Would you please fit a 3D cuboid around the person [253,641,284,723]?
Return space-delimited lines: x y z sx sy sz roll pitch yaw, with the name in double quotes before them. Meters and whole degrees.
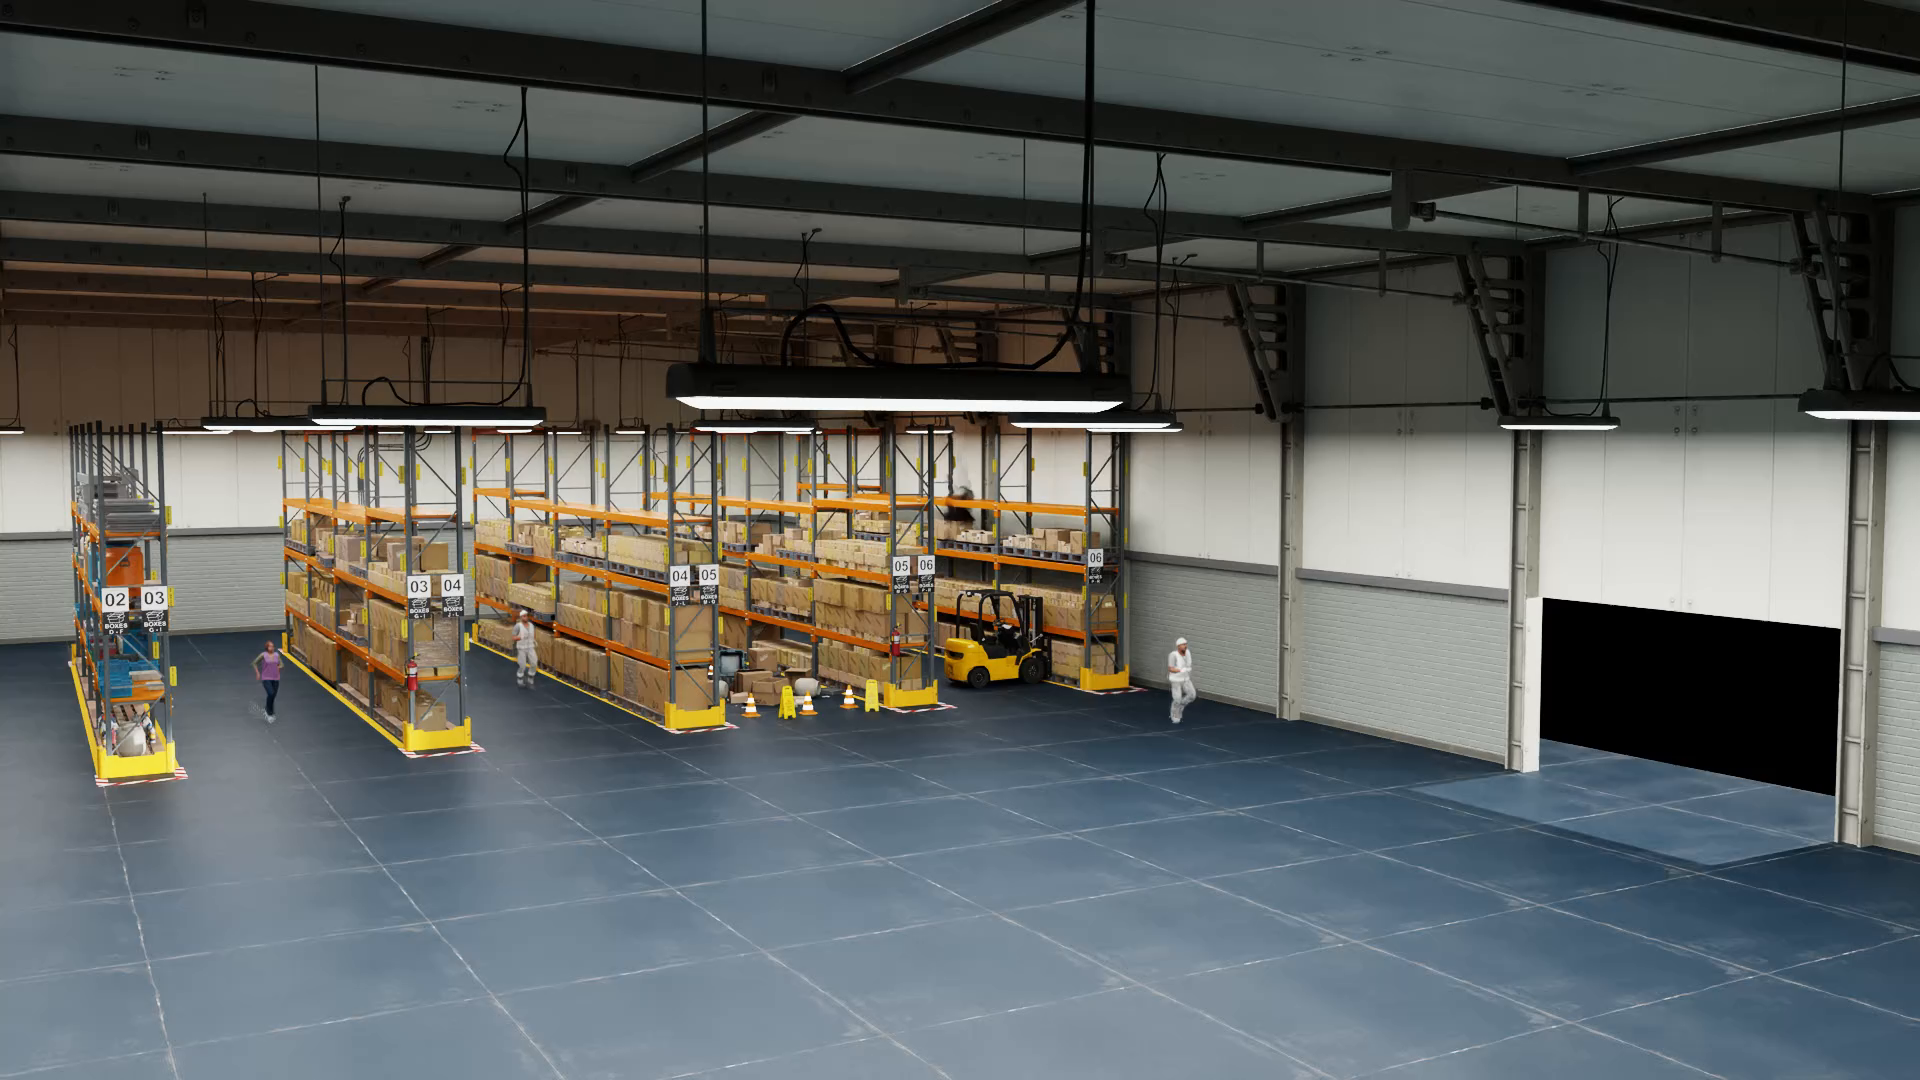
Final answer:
"person" -13.898 2.852 33.503 0.715 1.646 0.505 3 5 43

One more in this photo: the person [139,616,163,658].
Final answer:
"person" -21.043 2.225 43.198 0.747 1.725 0.673 0 4 3

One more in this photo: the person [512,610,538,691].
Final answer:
"person" -9.822 2.502 37.656 0.632 1.824 0.705 -3 4 -37

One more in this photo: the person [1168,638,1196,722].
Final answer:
"person" 4.433 2.797 33.092 0.726 1.720 0.728 -2 4 -33
